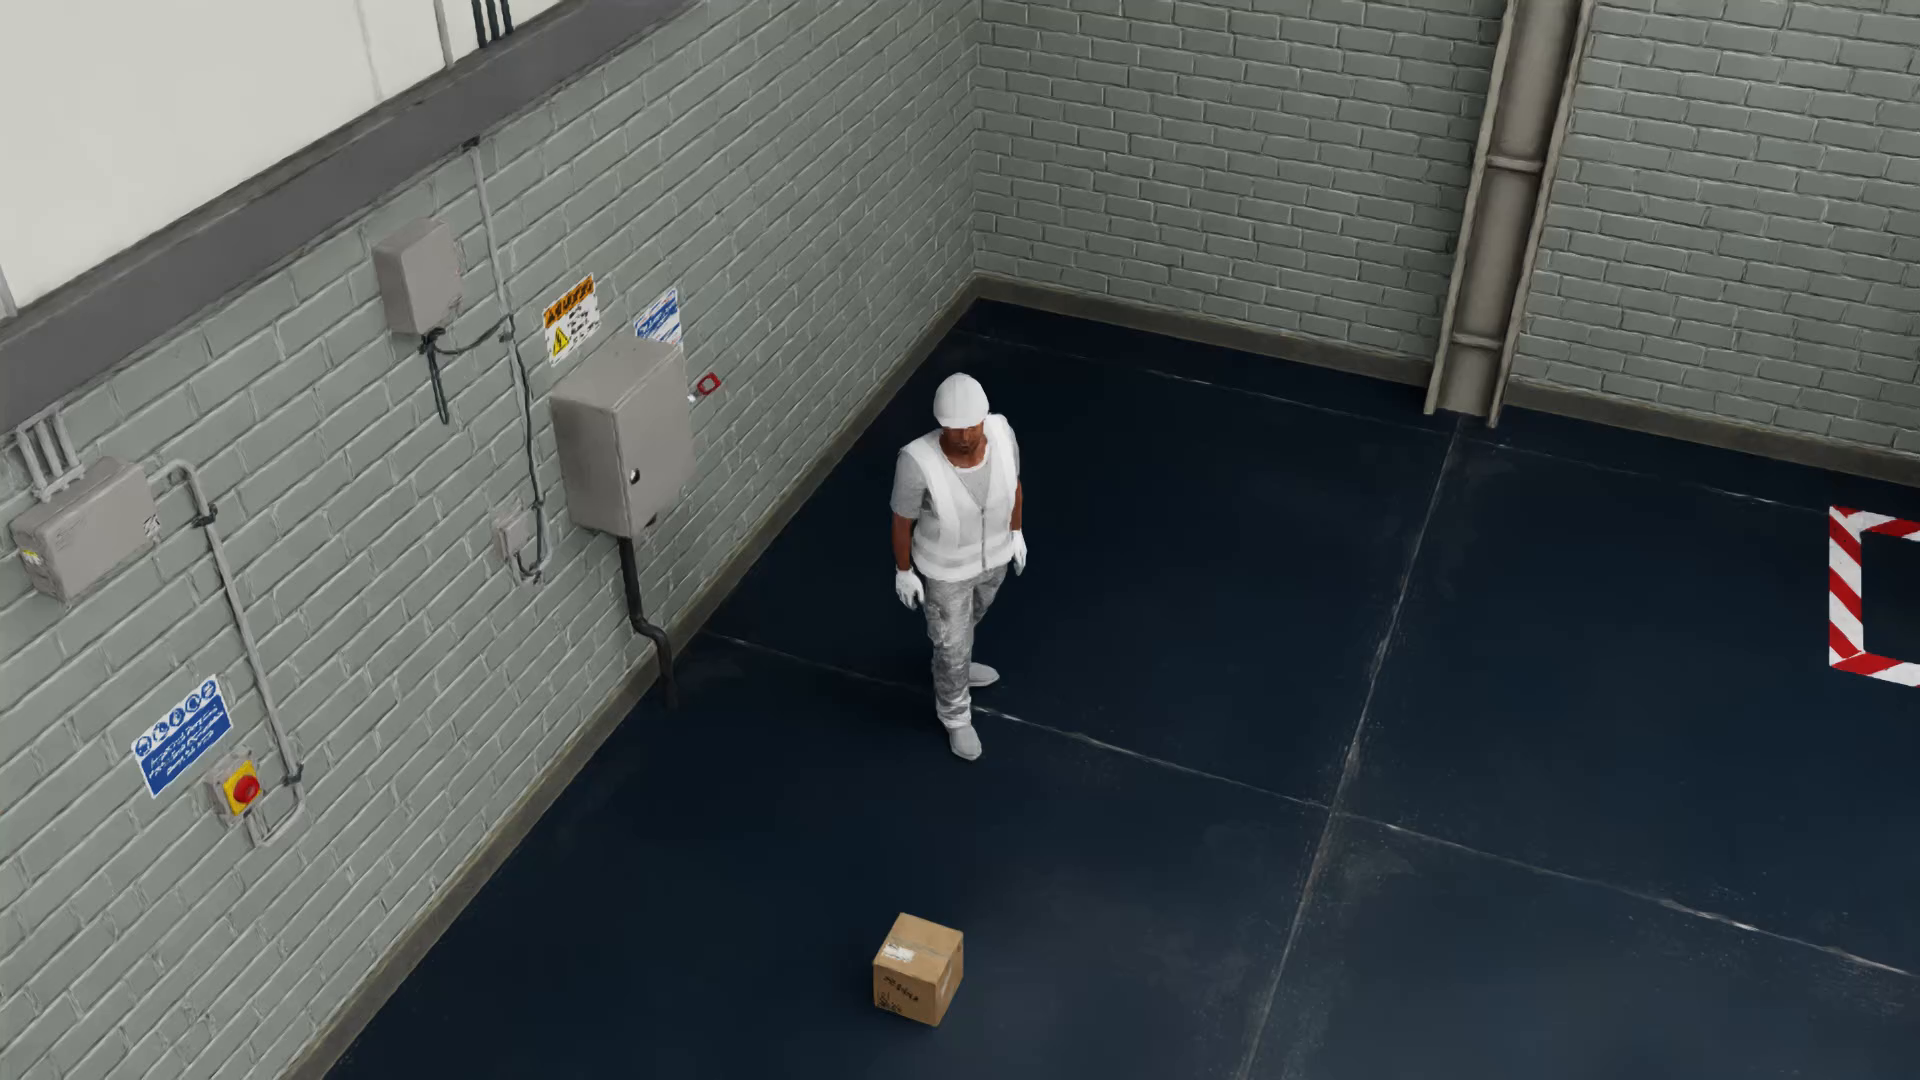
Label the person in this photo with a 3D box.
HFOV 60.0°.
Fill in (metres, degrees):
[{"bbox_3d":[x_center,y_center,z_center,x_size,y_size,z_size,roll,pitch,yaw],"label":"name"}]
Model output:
[{"bbox_3d":[-0.005,0.053,6.737,0.585,1.776,0.587,-22,42,-26],"label":"person"}]
